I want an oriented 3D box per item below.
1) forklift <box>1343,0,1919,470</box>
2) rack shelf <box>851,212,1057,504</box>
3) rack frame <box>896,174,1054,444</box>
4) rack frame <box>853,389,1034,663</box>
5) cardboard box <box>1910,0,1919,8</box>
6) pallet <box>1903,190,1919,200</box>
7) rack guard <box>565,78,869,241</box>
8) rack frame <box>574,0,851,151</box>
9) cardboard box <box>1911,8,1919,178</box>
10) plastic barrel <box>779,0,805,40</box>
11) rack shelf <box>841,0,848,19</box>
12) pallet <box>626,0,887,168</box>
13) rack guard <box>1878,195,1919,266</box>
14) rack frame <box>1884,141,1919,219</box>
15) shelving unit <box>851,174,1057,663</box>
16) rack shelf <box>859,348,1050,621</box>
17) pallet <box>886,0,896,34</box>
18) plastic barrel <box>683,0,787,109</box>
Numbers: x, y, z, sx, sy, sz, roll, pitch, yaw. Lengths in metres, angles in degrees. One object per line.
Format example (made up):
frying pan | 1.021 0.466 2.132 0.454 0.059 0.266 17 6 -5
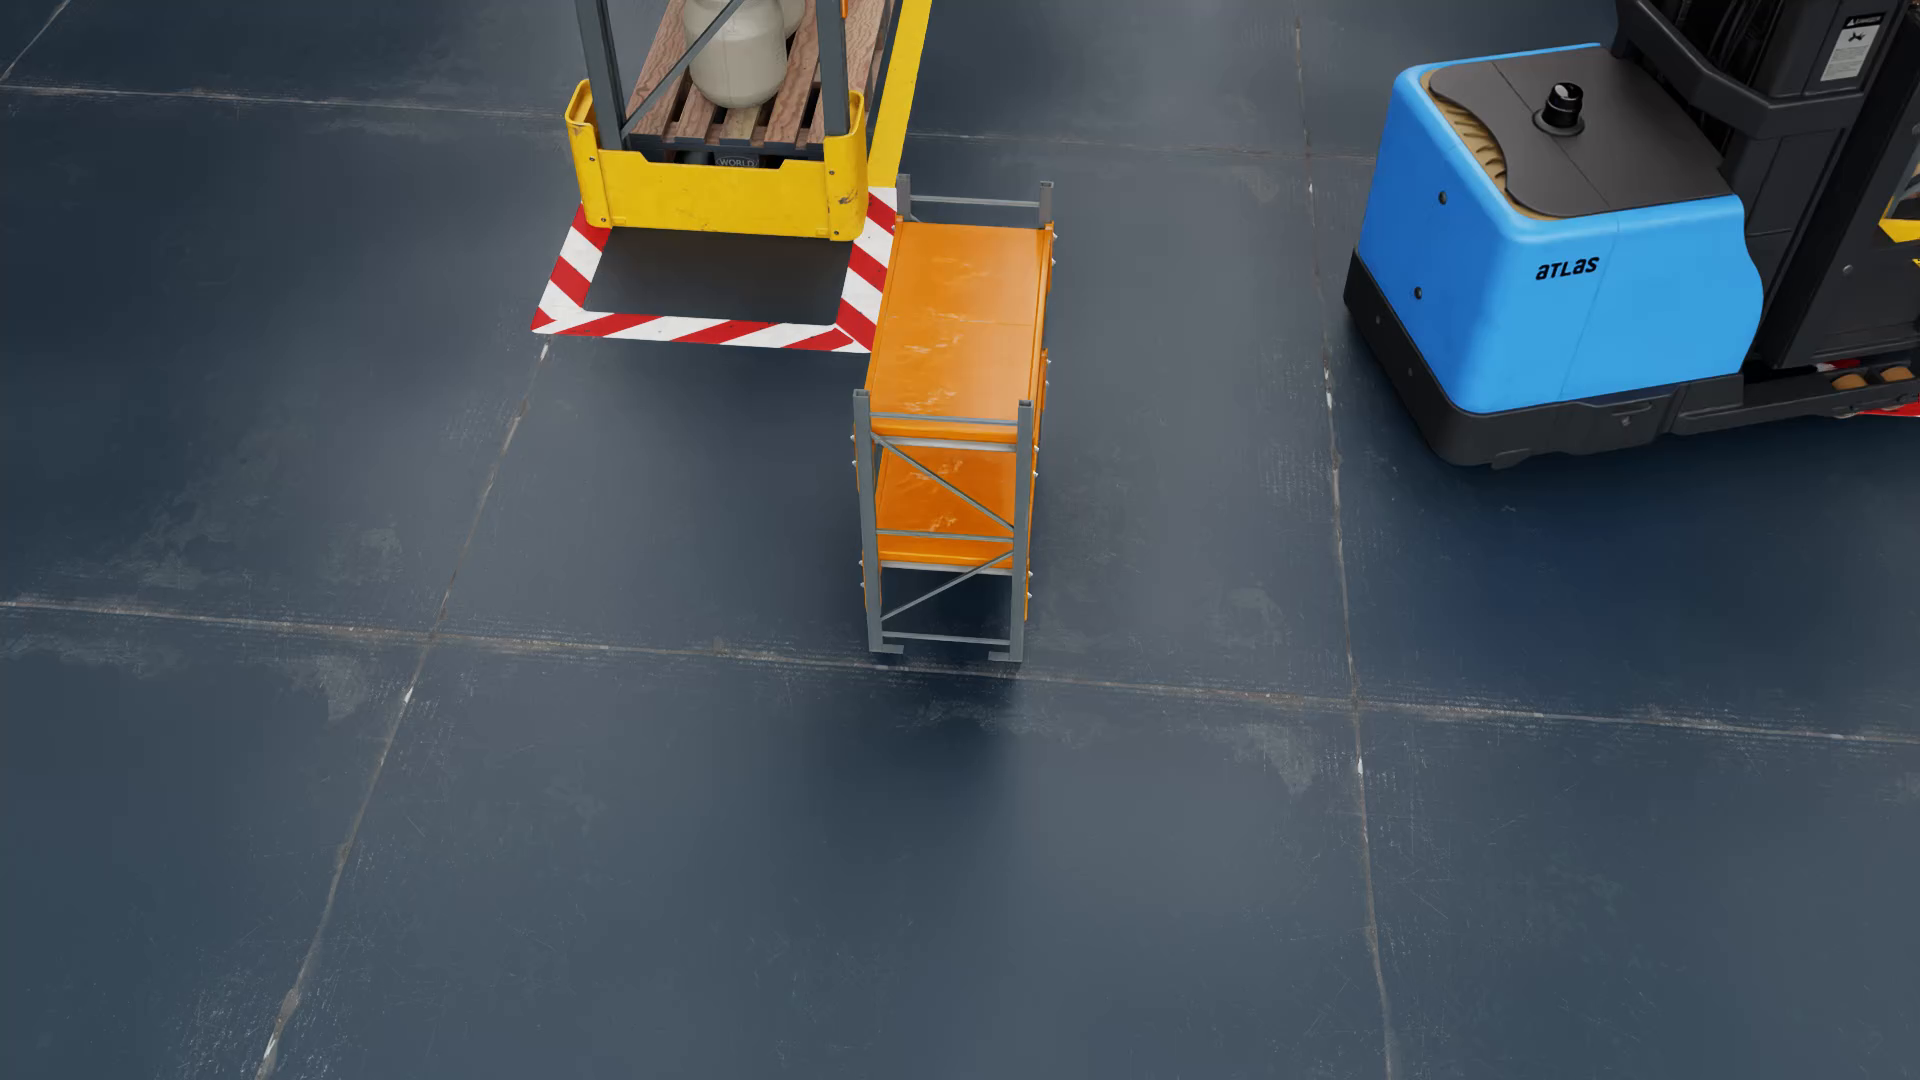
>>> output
forklift | 3.074 -1.812 5.421 3.031 2.935 1.130 -10 48 -9
rack shelf | 0.001 -0.582 5.123 0.538 0.278 1.000 4 48 4
rack frame | 0.047 -0.758 5.681 0.500 1.125 0.032 4 48 4
rack frame | -0.046 -0.011 4.998 0.500 1.125 0.032 4 48 4
cardboard box | 4.086 -2.216 7.154 0.500 0.500 0.500 15 49 14
pallet | 4.108 -1.728 7.187 1.003 0.211 1.213 4 48 4
rack guard | -0.980 -1.567 6.845 1.175 0.500 0.348 4 48 4
rack frame | -0.940 -2.352 5.868 1.000 3.000 0.127 4 48 4
cardboard box | 4.066 -1.775 6.750 0.500 0.500 0.500 12 49 11
plastic barrel | -0.911 -2.511 7.415 0.421 0.512 0.421 0 48 0
rack shelf | -0.758 -3.579 7.478 1.077 0.370 4.000 4 48 4
pallet | -0.901 -2.066 7.497 1.003 0.211 1.213 4 48 4
rack guard | 3.999 -1.231 6.537 1.175 0.500 0.348 4 48 4
rack frame | 3.992 -2.019 5.564 1.000 3.000 0.127 4 48 4
shelving unit | 0.001 -0.385 5.339 0.538 1.125 1.048 4 48 4
rack shelf | 0.001 -0.220 5.520 0.538 0.278 1.000 4 48 4
pallet | -0.787 -2.960 8.315 1.003 0.211 1.213 4 48 4
plastic barrel | -0.956 -2.143 7.078 0.421 0.512 0.421 0 48 0
